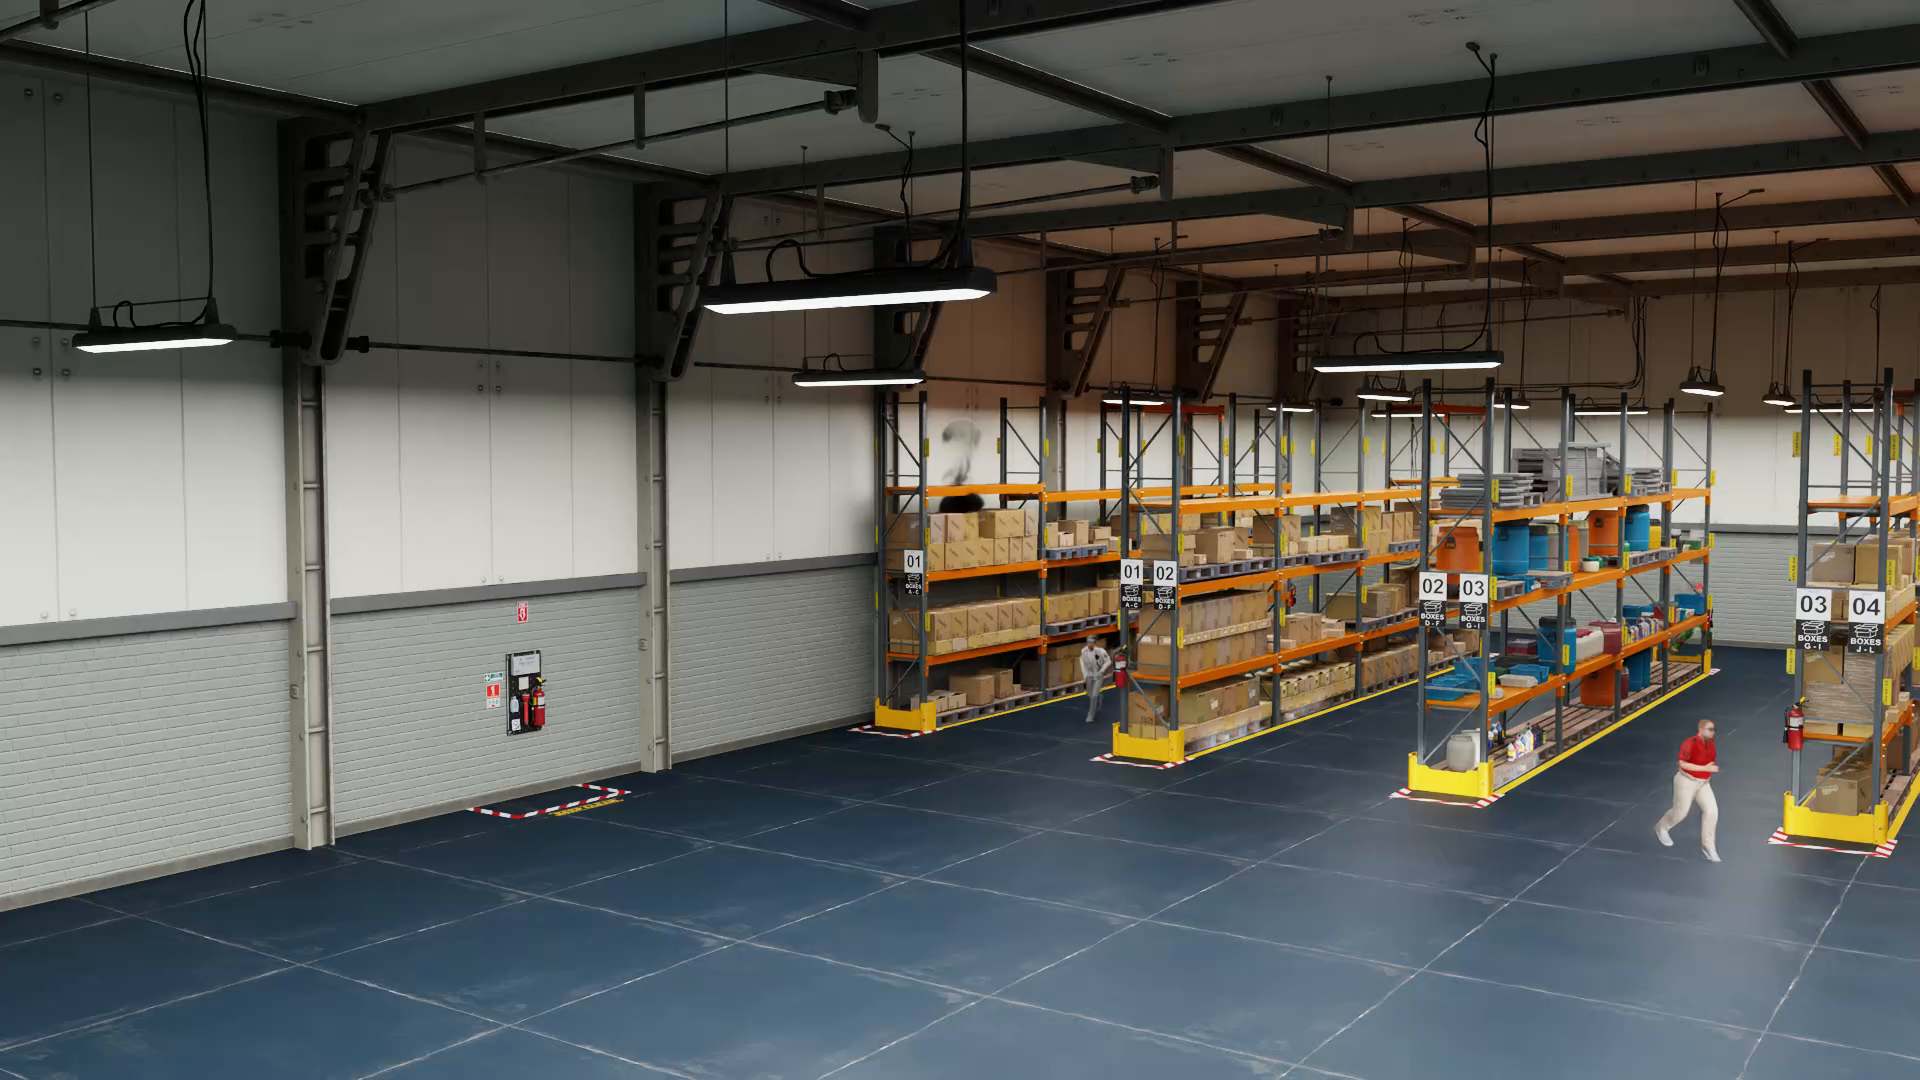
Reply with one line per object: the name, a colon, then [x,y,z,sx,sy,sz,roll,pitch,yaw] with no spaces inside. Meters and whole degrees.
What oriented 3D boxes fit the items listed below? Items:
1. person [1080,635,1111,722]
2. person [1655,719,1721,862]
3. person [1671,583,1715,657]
person: [2.502,2.524,30.600,0.614,1.627,0.797,1,3,19]
person: [8.987,3.045,20.458,0.695,1.765,0.989,-1,3,-25]
person: [17.685,1.919,39.992,0.895,1.773,0.753,-1,3,-21]
